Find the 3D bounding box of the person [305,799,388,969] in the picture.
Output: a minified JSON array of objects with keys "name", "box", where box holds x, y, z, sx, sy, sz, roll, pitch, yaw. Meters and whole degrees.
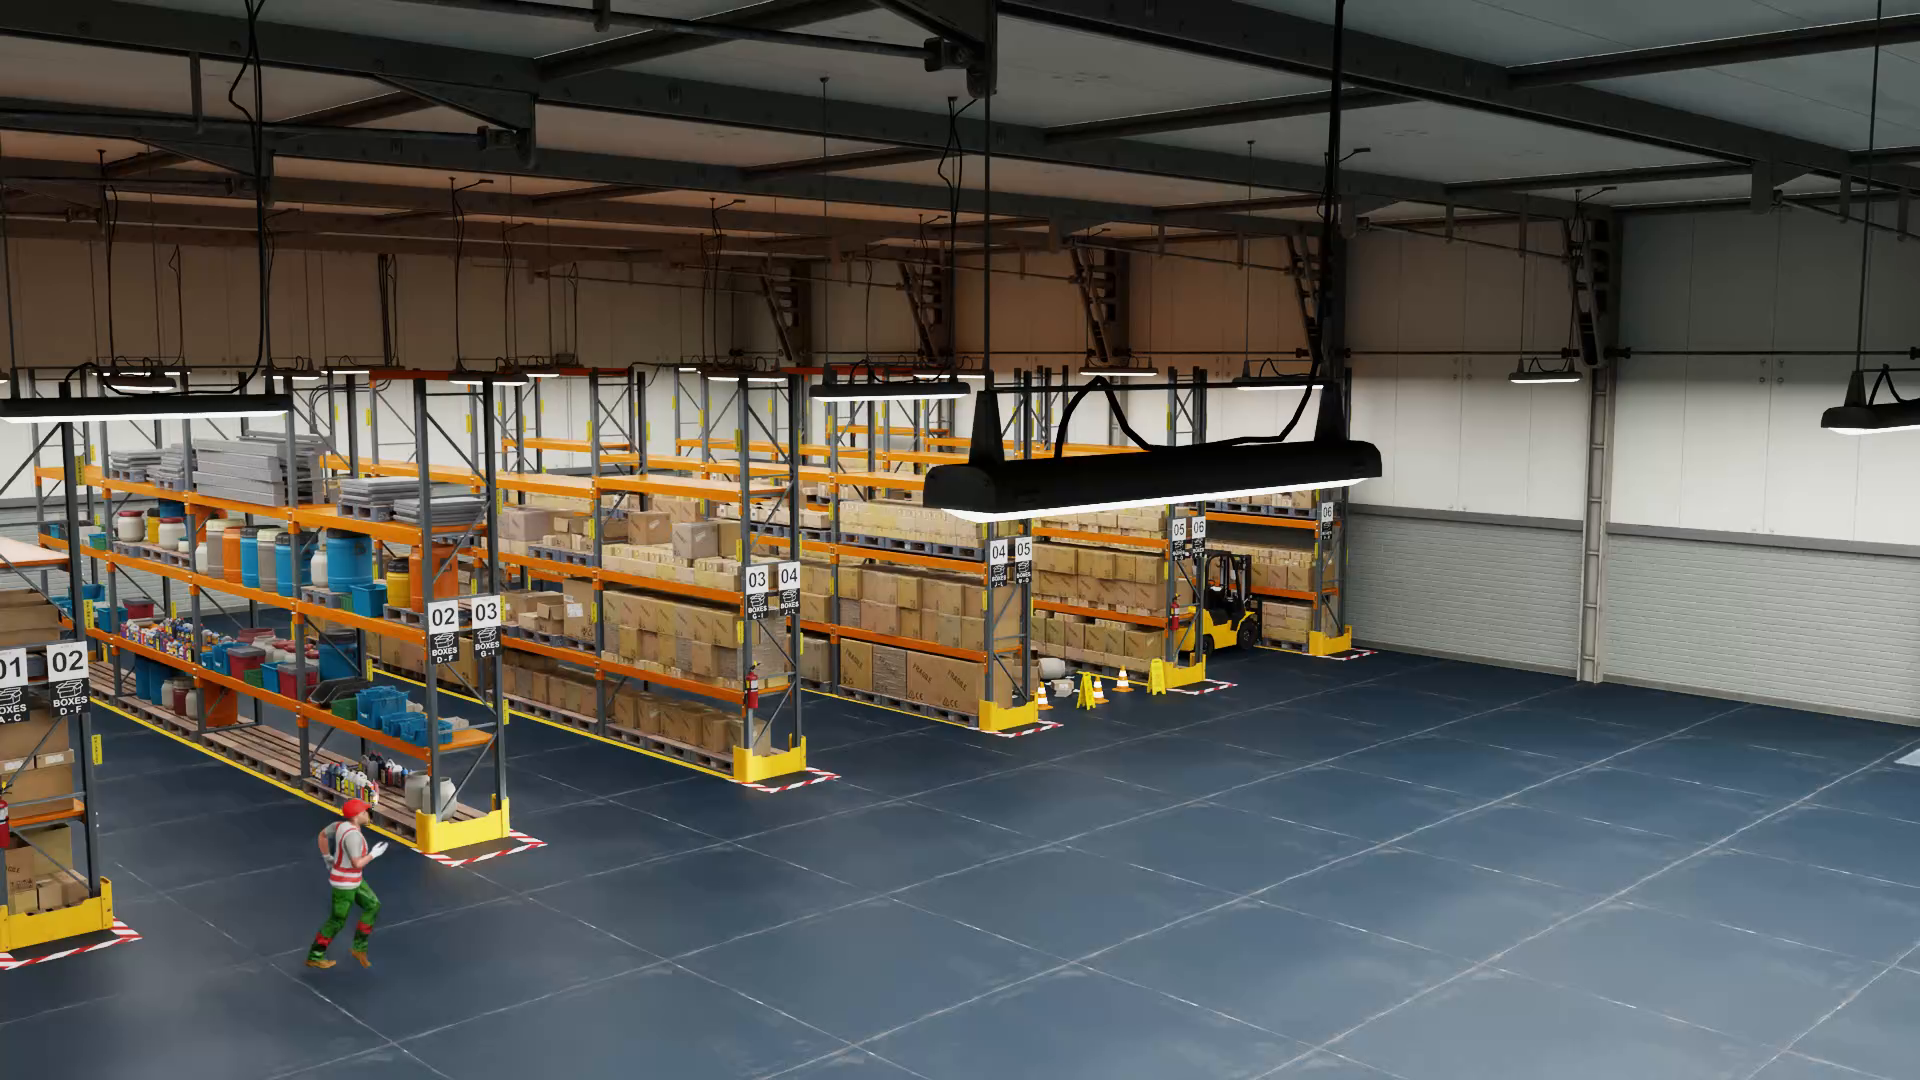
[{"name":"person","box":[-6.269,3.548,16.976,0.841,1.833,0.619,-2,7,-19]}]
